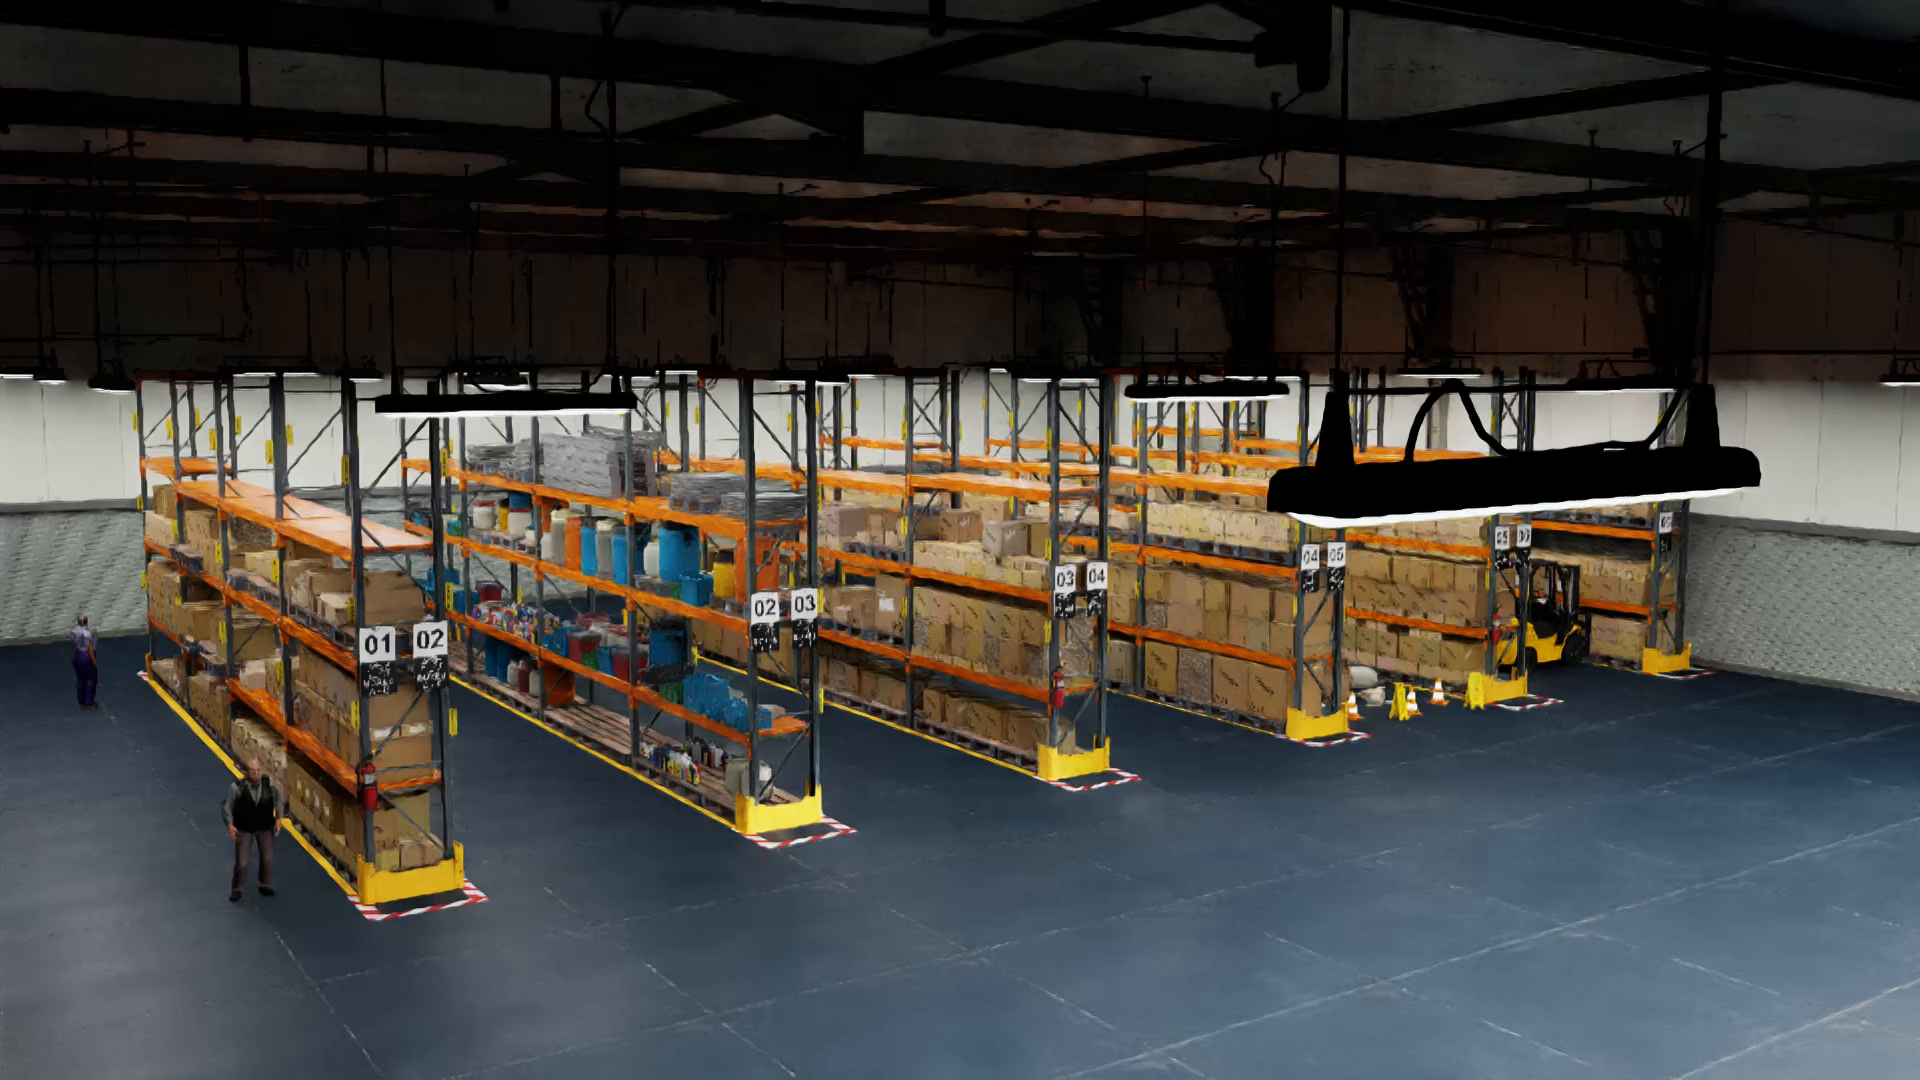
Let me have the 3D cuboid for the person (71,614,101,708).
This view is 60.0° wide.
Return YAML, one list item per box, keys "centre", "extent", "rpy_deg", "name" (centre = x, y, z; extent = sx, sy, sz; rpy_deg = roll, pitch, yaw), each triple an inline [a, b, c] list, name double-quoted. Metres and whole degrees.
- centre: [-15.660, 2.182, 29.805]
  extent: [0.559, 1.717, 0.384]
  rpy_deg: [3, 7, 28]
  name: "person"

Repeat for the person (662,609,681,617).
- centre: [-5.784, 1.803, 33.352]
  extent: [0.415, 1.517, 1.042]
  rpy_deg: [-5, 8, -36]
  name: "person"

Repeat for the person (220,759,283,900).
- centre: [-8.192, 3.337, 19.281]
  extent: [0.677, 1.674, 0.534]
  rpy_deg: [-5, 8, -35]
  name: "person"

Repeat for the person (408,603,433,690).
- centre: [-10.086, 1.989, 31.027]
  extent: [0.682, 1.711, 0.542]
  rpy_deg: [-5, 8, -35]
  name: "person"
